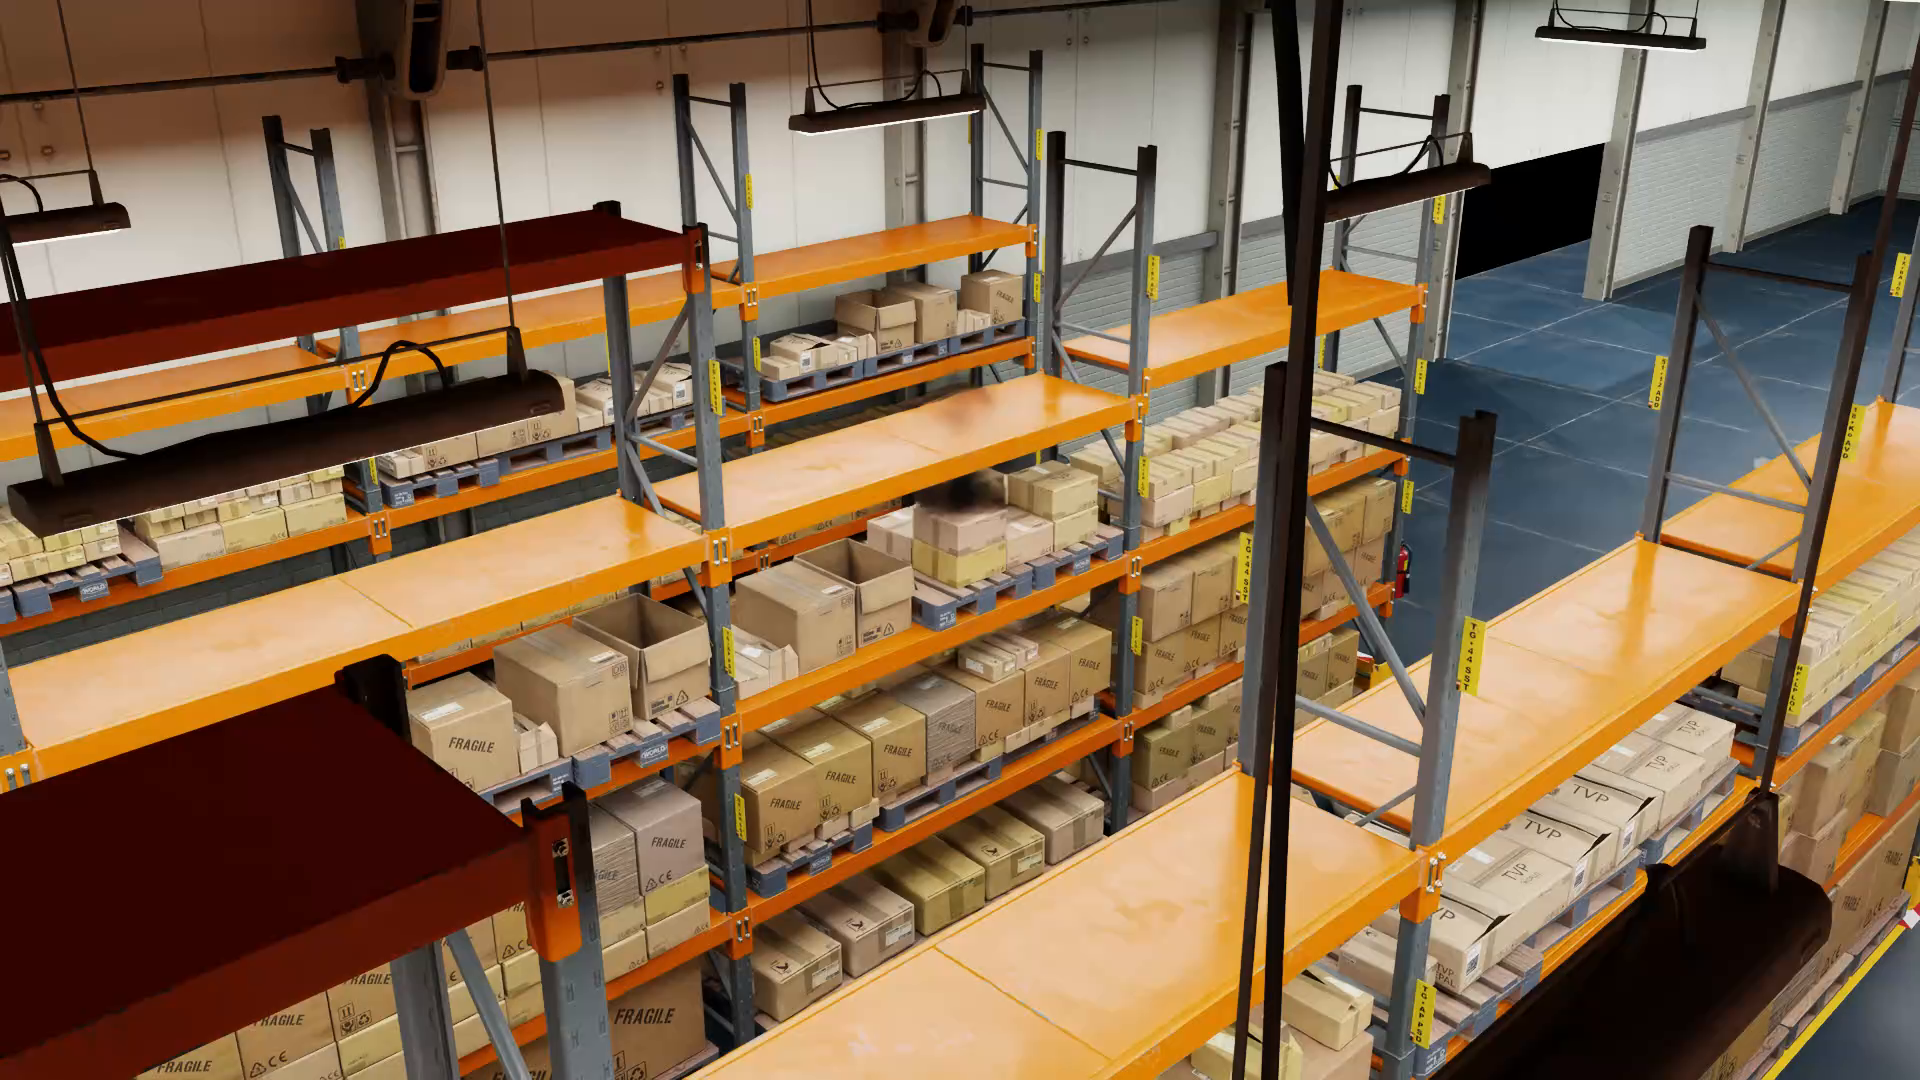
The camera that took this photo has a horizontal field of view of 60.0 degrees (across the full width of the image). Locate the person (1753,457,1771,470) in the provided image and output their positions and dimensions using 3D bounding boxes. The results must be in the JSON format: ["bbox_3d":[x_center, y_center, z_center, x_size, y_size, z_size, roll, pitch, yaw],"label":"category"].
[{"bbox_3d":[9.064,-0.143,19.031,0.667,1.643,0.585,2,23,4],"label":"person"}]
